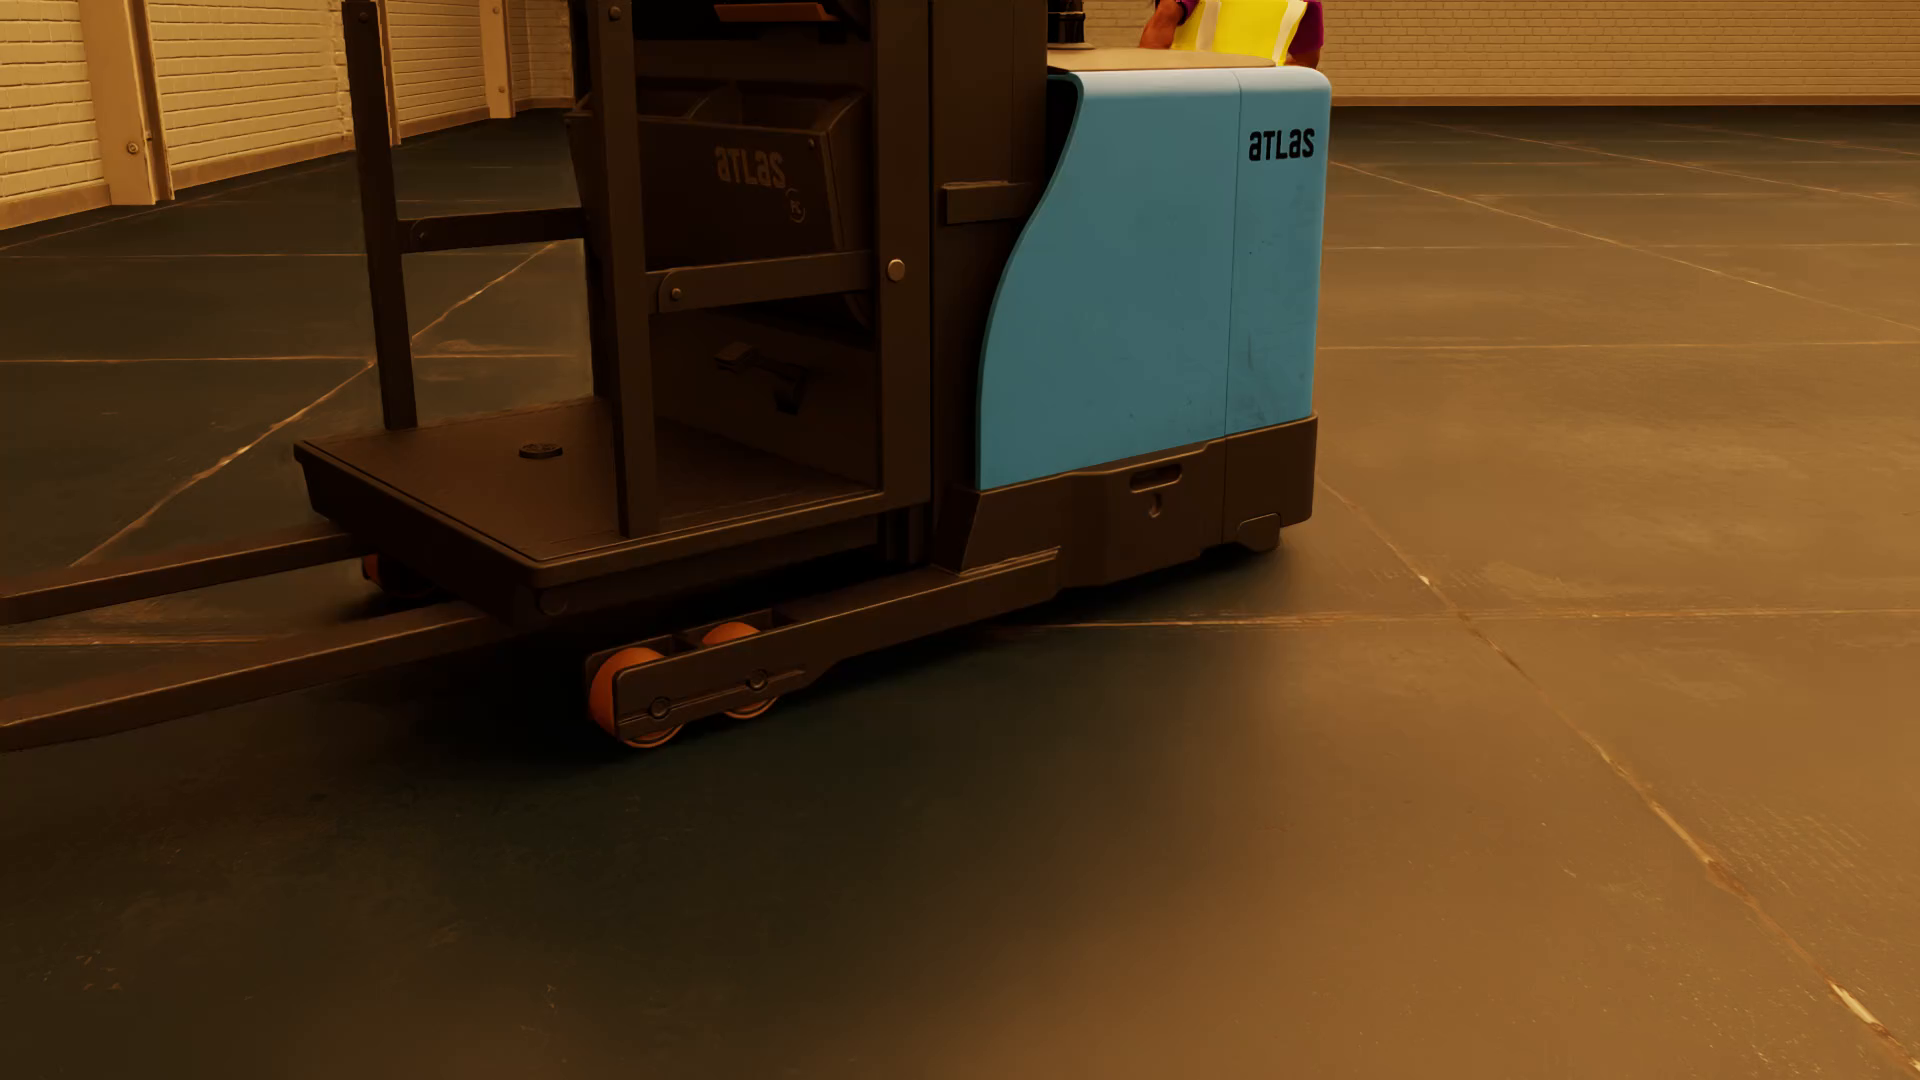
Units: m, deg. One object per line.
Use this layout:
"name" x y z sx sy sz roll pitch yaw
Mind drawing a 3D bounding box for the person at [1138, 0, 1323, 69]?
"person" 0.879 -1.415 5.702 0.753 1.712 0.753 -1 17 -4

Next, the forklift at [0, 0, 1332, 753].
"forklift" -0.637 -1.227 2.918 3.031 2.935 1.130 -14 22 -38
